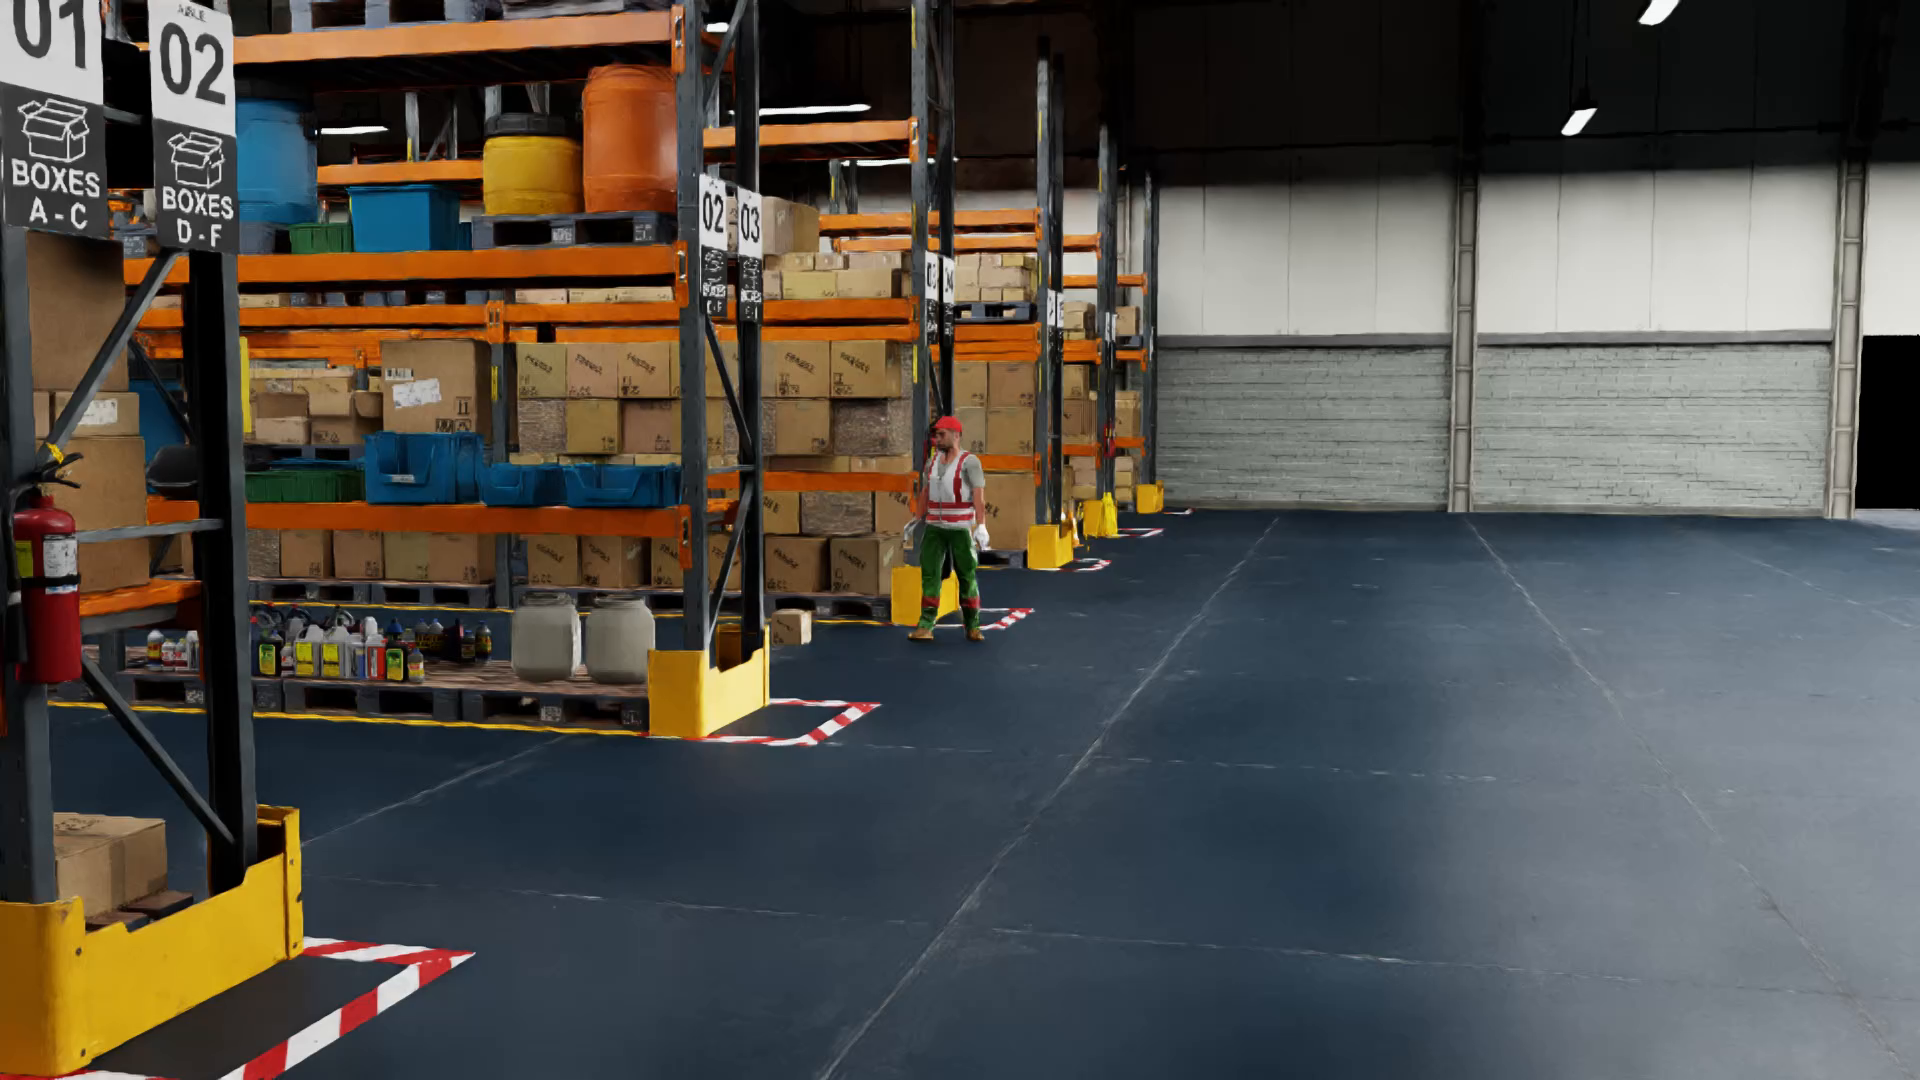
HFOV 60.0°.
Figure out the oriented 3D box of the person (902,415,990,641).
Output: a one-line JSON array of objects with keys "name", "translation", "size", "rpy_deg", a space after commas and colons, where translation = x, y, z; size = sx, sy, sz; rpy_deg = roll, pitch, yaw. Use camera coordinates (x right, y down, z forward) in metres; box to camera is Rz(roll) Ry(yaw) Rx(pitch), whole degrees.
[{"name": "person", "translation": [-0.149, -0.088, 13.113], "size": [0.761, 1.784, 0.618], "rpy_deg": [3, 5, 30]}]
